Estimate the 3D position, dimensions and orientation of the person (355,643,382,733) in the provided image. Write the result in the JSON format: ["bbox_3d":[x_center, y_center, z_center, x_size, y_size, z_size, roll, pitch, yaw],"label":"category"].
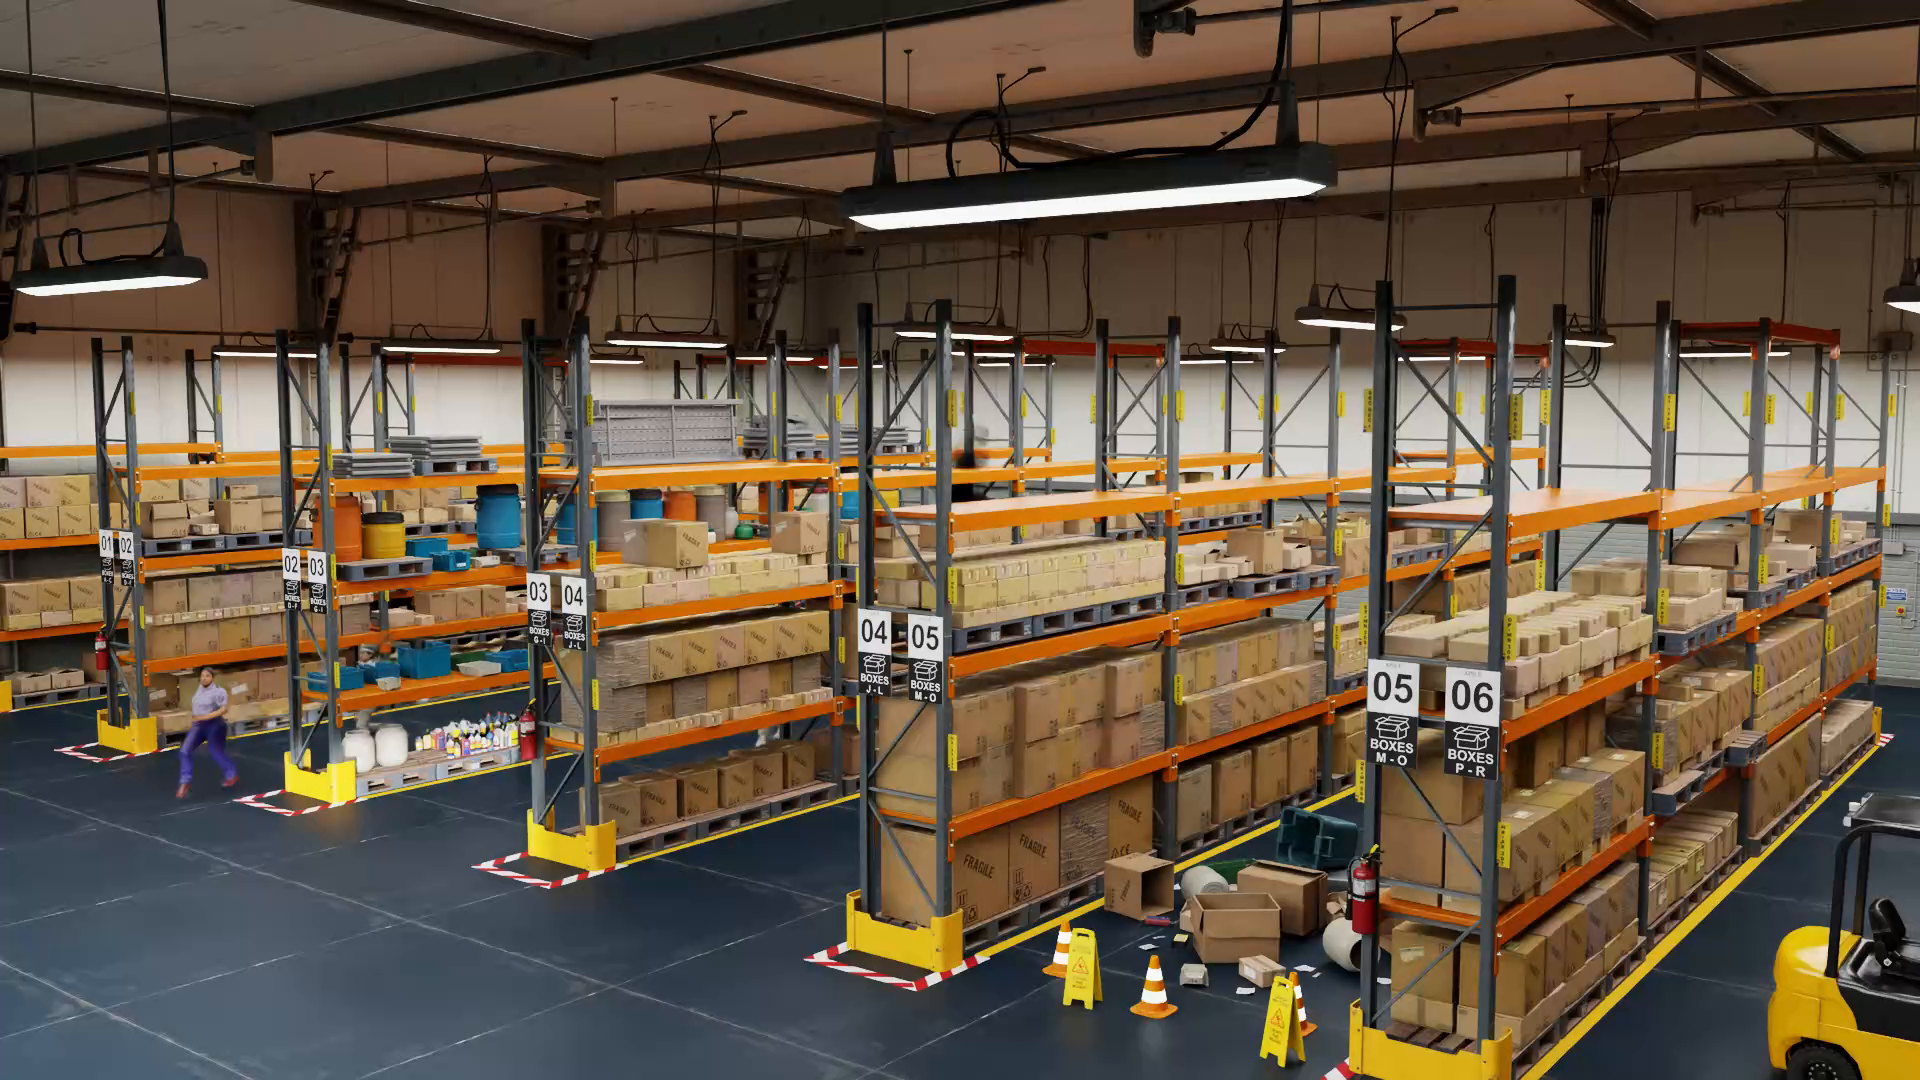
[{"bbox_3d":[-8.393,2.291,23.673,0.617,1.677,0.747,3,6,32],"label":"person"}]

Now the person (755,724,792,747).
[{"bbox_3d":[-2.664,1.995,23.345,0.690,1.903,0.741,4,6,37],"label":"person"}]

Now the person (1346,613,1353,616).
[{"bbox_3d":[6.474,1.995,27.285,0.549,1.629,0.849,5,7,43],"label":"person"}]

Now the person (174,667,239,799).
[{"bbox_3d":[-9.747,2.481,21.596,0.607,1.688,0.807,2,5,20],"label":"person"}]
